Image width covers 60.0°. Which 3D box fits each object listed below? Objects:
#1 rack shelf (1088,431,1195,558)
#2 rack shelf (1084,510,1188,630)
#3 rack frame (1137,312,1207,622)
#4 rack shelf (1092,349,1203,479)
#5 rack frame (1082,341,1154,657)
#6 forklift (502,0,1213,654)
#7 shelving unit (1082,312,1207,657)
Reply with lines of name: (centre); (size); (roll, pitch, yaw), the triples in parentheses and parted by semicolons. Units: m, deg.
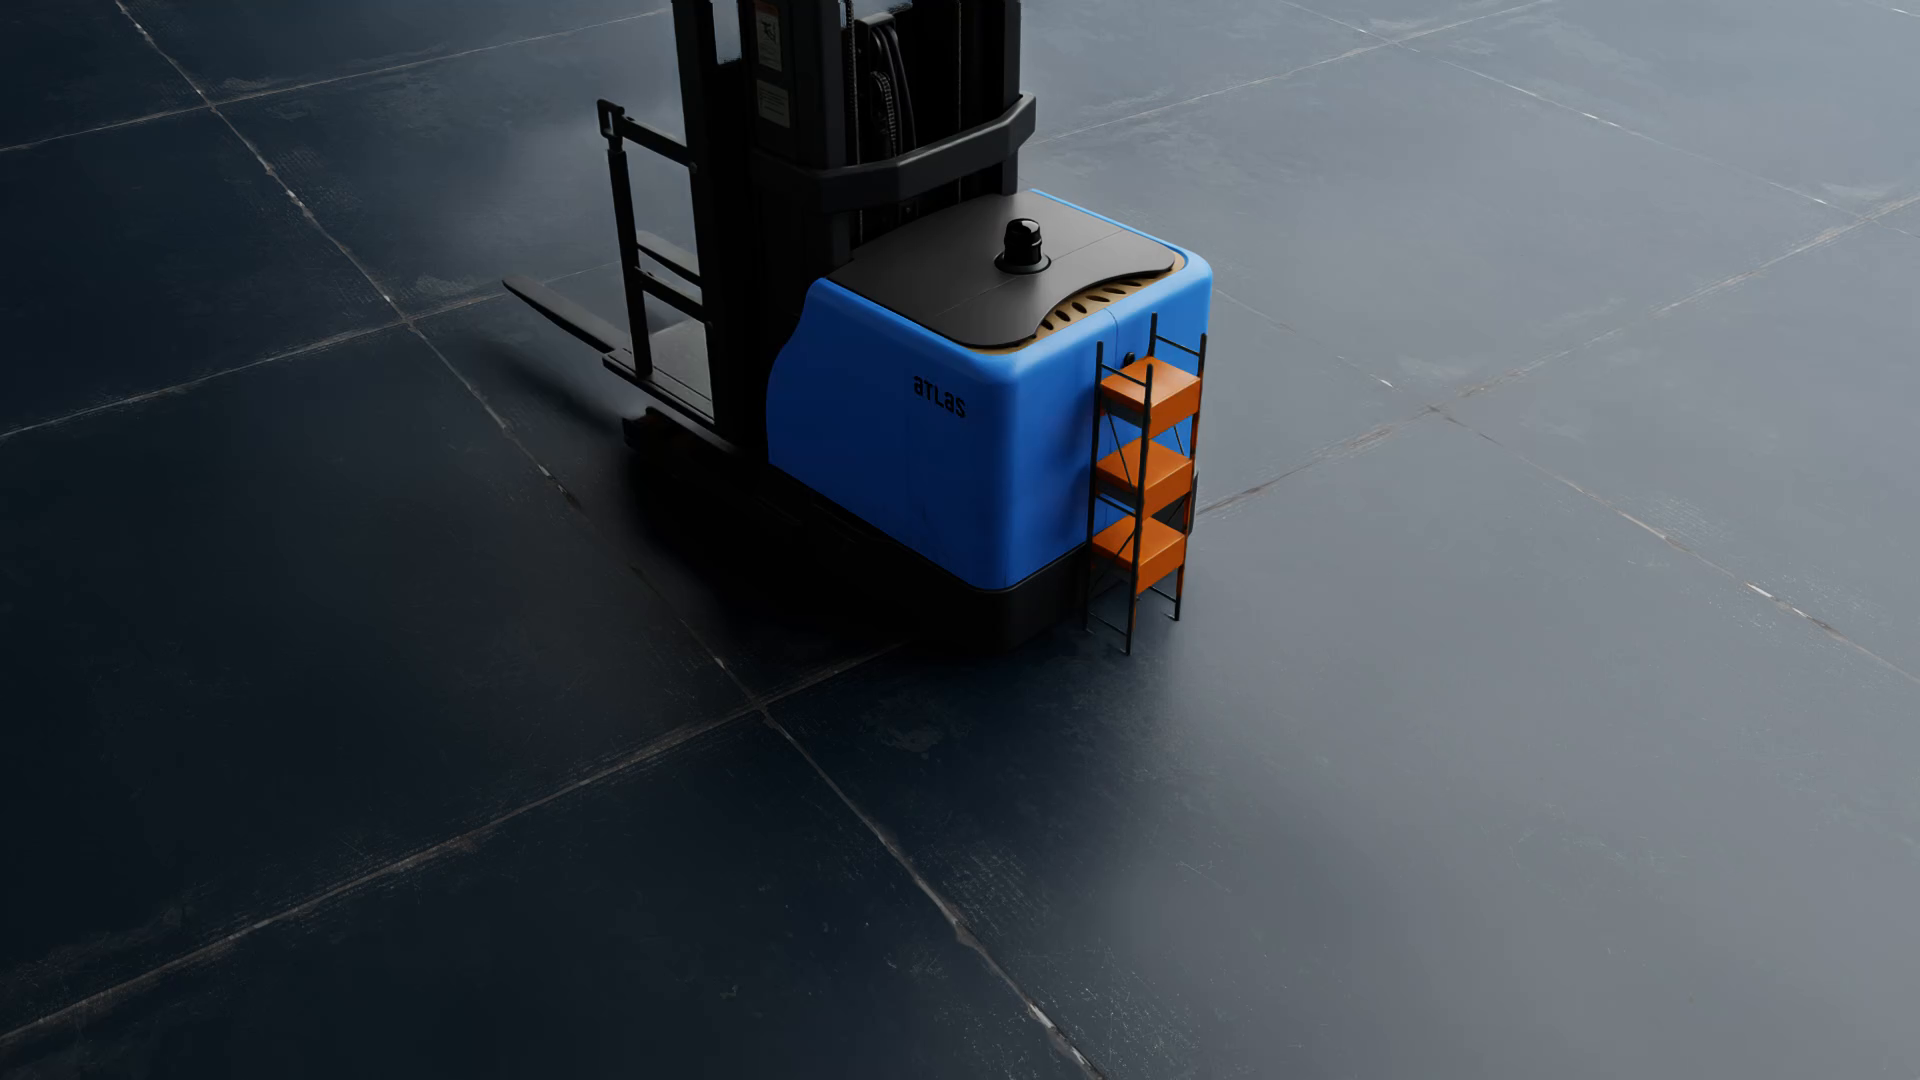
rack shelf: (0.551, -0.143, 5.068); (0.215, 0.259, 0.240); (30, 45, 35)
rack shelf: (0.551, 0.083, 5.230); (0.215, 0.259, 0.240); (30, 45, 35)
rack frame: (0.636, -0.202, 5.132); (0.200, 1.050, 0.008); (30, 45, 35)
rack shelf: (0.551, -0.373, 4.902); (0.215, 0.259, 0.240); (30, 45, 35)
rack frame: (0.465, -0.101, 4.991); (0.200, 1.050, 0.008); (30, 45, 35)
forklift: (-0.595, -1.596, 5.459); (1.130, 2.935, 3.031); (-30, 45, -35)
shelving unit: (0.551, -0.152, 5.062); (0.215, 1.050, 0.252); (30, 45, 35)
